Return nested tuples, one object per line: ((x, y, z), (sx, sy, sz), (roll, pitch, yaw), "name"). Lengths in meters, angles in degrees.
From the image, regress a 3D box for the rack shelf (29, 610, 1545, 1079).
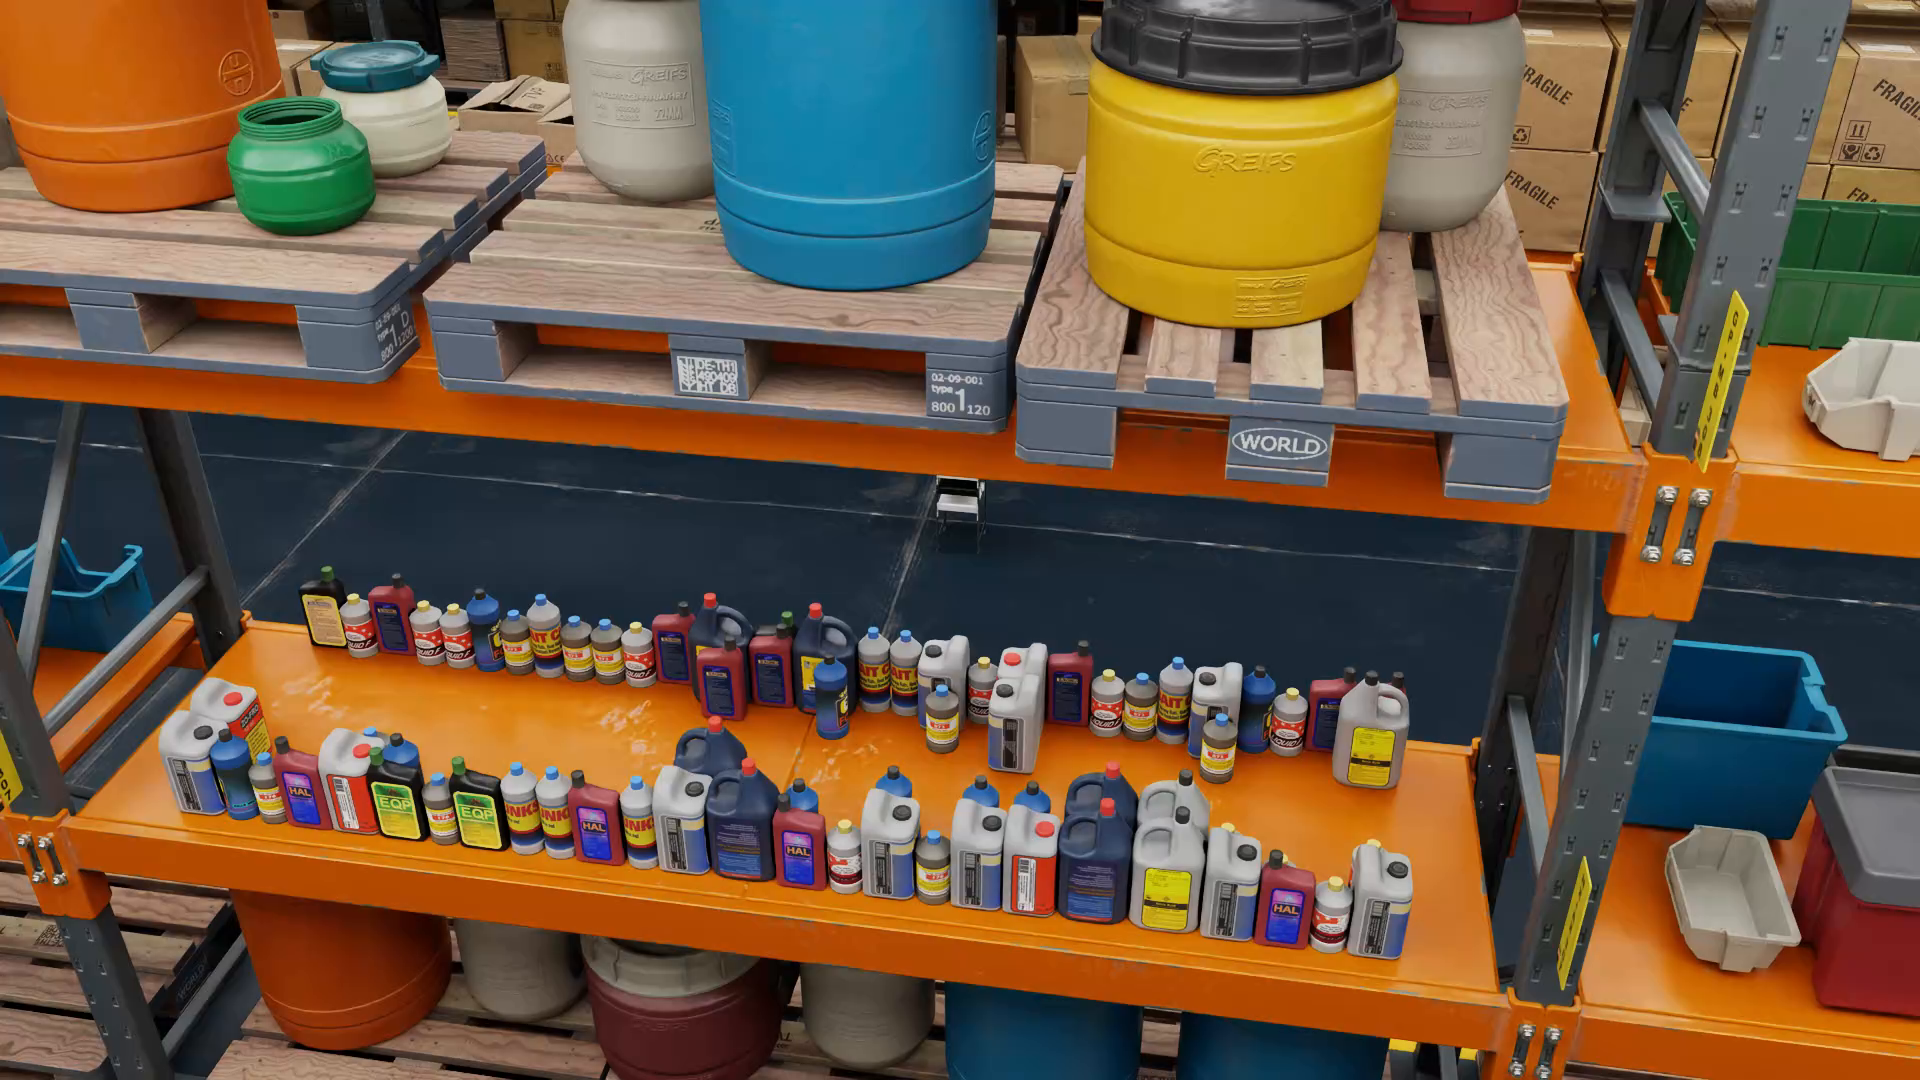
((-0.486, 0.827, 4.780), (4.000, 0.370, 1.077), (5, 32, 8), "rack shelf")

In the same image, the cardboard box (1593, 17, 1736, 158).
((3.248, -2.121, 7.775), (0.500, 0.500, 0.500), (4, 32, 7), "cardboard box")

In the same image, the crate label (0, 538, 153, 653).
((-2.810, 0.181, 5.292), (0.416, 0.233, 0.303), (5, 32, 8), "crate label")

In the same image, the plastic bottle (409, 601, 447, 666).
((-1.649, 0.281, 5.161), (0.097, 0.201, 0.097), (0, 32, 0), "plastic bottle")

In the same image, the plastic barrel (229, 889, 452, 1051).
((-1.973, 1.120, 5.283), (0.708, 0.830, 0.600), (5, 32, 8), "plastic barrel")

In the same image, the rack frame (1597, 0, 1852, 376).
((1.485, -1.842, 2.712), (0.127, 3.000, 1.000), (5, 32, 8), "rack frame")

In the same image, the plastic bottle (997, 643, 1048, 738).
((0.180, 0.430, 4.853), (0.135, 0.276, 0.152), (5, 32, 8), "plastic bottle")

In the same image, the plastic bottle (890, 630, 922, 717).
((-0.158, 0.387, 4.927), (0.097, 0.271, 0.097), (0, 32, 0), "plastic bottle")

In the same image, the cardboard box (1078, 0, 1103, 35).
((0.774, -3.889, 13.266), (0.750, 0.750, 0.750), (5, 32, 8), "cardboard box")

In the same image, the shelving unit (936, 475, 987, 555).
((0.008, -0.381, 8.010), (0.210, 0.900, 0.258), (5, 32, 8), "shelving unit")

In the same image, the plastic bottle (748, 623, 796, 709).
((-0.557, 0.368, 4.944), (0.133, 0.283, 0.061), (5, 32, 8), "plastic bottle")

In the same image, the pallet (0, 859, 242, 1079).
((-3.215, 1.436, 5.757), (1.213, 0.211, 1.003), (5, 32, 8), "pallet")

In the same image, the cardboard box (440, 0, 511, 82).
((-4.006, -4.265, 14.178), (0.500, 0.500, 0.700), (6, 33, 10), "cardboard box")

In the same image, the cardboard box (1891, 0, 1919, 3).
((6.590, -4.291, 11.996), (0.700, 0.700, 0.980), (7, 33, 10), "cardboard box")

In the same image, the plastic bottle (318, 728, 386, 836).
((-1.630, 0.645, 4.509), (0.135, 0.276, 0.152), (5, 32, 8), "plastic bottle")

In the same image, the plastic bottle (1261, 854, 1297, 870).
((0.802, 0.879, 4.206), (0.097, 0.201, 0.097), (0, 32, 0), "plastic bottle")

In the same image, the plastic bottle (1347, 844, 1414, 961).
((1.042, 0.887, 4.123), (0.135, 0.276, 0.152), (5, 32, 8), "plastic bottle")

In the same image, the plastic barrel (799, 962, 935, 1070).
((-0.288, 1.359, 5.200), (0.421, 0.512, 0.421), (0, 32, 0), "plastic barrel")

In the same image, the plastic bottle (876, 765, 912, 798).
((-0.174, 0.712, 4.407), (0.097, 0.271, 0.097), (0, 32, 0), "plastic bottle")

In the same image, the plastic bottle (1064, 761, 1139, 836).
((0.366, 0.719, 4.321), (0.185, 0.351, 0.144), (5, 32, 8), "plastic bottle")

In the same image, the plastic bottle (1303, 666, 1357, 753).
((1.064, 0.482, 4.762), (0.133, 0.283, 0.061), (5, 32, 8), "plastic bottle")

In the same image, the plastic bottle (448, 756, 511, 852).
((-1.278, 0.698, 4.417), (0.133, 0.283, 0.061), (5, 32, 8), "plastic bottle")

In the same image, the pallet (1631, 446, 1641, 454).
((2.999, -0.646, 9.083), (1.213, 0.211, 1.003), (5, 32, 8), "pallet")

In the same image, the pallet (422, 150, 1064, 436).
((-0.422, -0.609, 3.747), (1.213, 0.211, 1.003), (5, 32, 8), "pallet")

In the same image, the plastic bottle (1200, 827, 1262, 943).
((0.682, 0.854, 4.175), (0.135, 0.276, 0.152), (5, 32, 8), "plastic bottle")

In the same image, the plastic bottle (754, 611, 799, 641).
((-0.547, 0.336, 4.995), (0.133, 0.283, 0.061), (5, 32, 8), "plastic bottle")

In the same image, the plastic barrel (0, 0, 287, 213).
((-1.899, -1.236, 3.769), (0.708, 0.830, 0.600), (5, 32, 8), "plastic barrel")

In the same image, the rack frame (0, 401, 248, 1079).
((-2.458, 0.344, 4.874), (0.127, 3.000, 1.000), (5, 32, 8), "rack frame")

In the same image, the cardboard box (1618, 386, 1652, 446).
((3.554, -0.653, 8.721), (0.250, 0.166, 0.380), (5, 32, 8), "cardboard box")

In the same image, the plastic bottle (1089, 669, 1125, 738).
((0.431, 0.470, 4.860), (0.097, 0.201, 0.097), (0, 32, 0), "plastic bottle")

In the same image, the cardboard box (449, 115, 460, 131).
((-2.887, -2.225, 9.214), (0.250, 0.149, 0.380), (8, 33, 12), "cardboard box")

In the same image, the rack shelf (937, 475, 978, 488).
((0.008, -0.352, 8.028), (0.200, 0.077, 0.258), (5, 32, 8), "rack shelf")

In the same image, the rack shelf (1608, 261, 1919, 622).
((3.457, -0.087, 3.413), (4.000, 0.370, 1.077), (5, 32, 8), "rack shelf")

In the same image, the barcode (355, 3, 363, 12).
((-5.226, -4.631, 14.461), (0.075, 0.075, 0.001), (5, 32, 8), "barcode")

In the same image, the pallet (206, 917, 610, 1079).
((-1.674, 1.574, 5.536), (1.213, 0.211, 1.003), (5, 32, 8), "pallet")

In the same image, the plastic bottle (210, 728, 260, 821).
((-1.976, 0.630, 4.537), (0.097, 0.271, 0.097), (0, 32, 0), "plastic bottle")

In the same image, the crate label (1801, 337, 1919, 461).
((1.919, -0.264, 3.266), (0.466, 0.136, 0.293), (5, 32, 8), "crate label")

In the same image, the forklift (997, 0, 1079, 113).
((-0.024, -3.027, 10.323), (3.031, 2.935, 1.130), (6, 33, 9), "forklift")

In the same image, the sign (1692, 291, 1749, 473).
((1.391, -0.287, 3.046), (0.005, 0.325, 0.100), (5, 32, 8), "sign")

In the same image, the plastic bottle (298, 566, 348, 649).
((-1.987, 0.206, 5.204), (0.133, 0.283, 0.061), (5, 32, 8), "plastic bottle")

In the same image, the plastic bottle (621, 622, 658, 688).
((-0.977, 0.342, 5.064), (0.097, 0.201, 0.097), (0, 32, 0), "plastic bottle")

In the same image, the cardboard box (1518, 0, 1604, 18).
((2.864, -2.446, 8.294), (0.500, 0.500, 0.500), (5, 32, 8), "cardboard box")

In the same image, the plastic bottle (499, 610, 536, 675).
((-1.361, 0.307, 5.119), (0.097, 0.201, 0.097), (0, 32, 0), "plastic bottle")

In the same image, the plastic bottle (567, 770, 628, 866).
((-0.954, 0.728, 4.370), (0.133, 0.283, 0.061), (5, 32, 8), "plastic bottle")

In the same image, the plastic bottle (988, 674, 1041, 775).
((0.155, 0.510, 4.726), (0.135, 0.276, 0.152), (5, 32, 8), "plastic bottle")

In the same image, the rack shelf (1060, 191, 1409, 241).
((0.351, -1.763, 8.918), (4.000, 0.370, 1.077), (5, 32, 8), "rack shelf")

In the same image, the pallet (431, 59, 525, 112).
((-3.966, -3.944, 14.352), (1.213, 0.211, 1.003), (5, 32, 8), "pallet")

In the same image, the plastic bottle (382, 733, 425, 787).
((-1.510, 0.640, 4.522), (0.097, 0.271, 0.097), (0, 32, 0), "plastic bottle")

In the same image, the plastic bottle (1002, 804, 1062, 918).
((0.185, 0.809, 4.247), (0.135, 0.276, 0.152), (5, 32, 8), "plastic bottle")

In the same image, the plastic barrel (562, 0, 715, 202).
((-0.685, -1.084, 3.804), (0.433, 0.535, 0.433), (0, 32, 0), "plastic barrel")

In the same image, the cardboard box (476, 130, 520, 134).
((-2.554, -2.076, 8.976), (0.250, 0.149, 0.380), (5, 32, 8), "cardboard box")

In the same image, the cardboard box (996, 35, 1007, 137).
((-0.112, -2.288, 8.589), (0.500, 0.500, 0.700), (11, 34, 17), "cardboard box")

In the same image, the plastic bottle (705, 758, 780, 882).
((-0.562, 0.712, 4.331), (0.185, 0.351, 0.144), (5, 32, 8), "plastic bottle")

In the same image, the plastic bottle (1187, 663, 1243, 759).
((0.732, 0.480, 4.773), (0.135, 0.276, 0.152), (5, 32, 8), "plastic bottle")

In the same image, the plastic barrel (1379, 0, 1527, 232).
((1.008, -0.985, 3.645), (0.433, 0.535, 0.433), (0, 32, 0), "plastic barrel")

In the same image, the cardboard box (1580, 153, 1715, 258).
((3.284, -1.700, 8.045), (0.500, 0.500, 0.500), (6, 32, 9), "cardboard box")

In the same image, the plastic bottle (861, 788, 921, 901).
((-0.176, 0.777, 4.299), (0.135, 0.276, 0.152), (5, 32, 8), "plastic bottle")

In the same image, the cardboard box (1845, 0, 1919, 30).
((4.362, -2.311, 8.079), (0.500, 0.500, 0.500), (5, 32, 8), "cardboard box")
